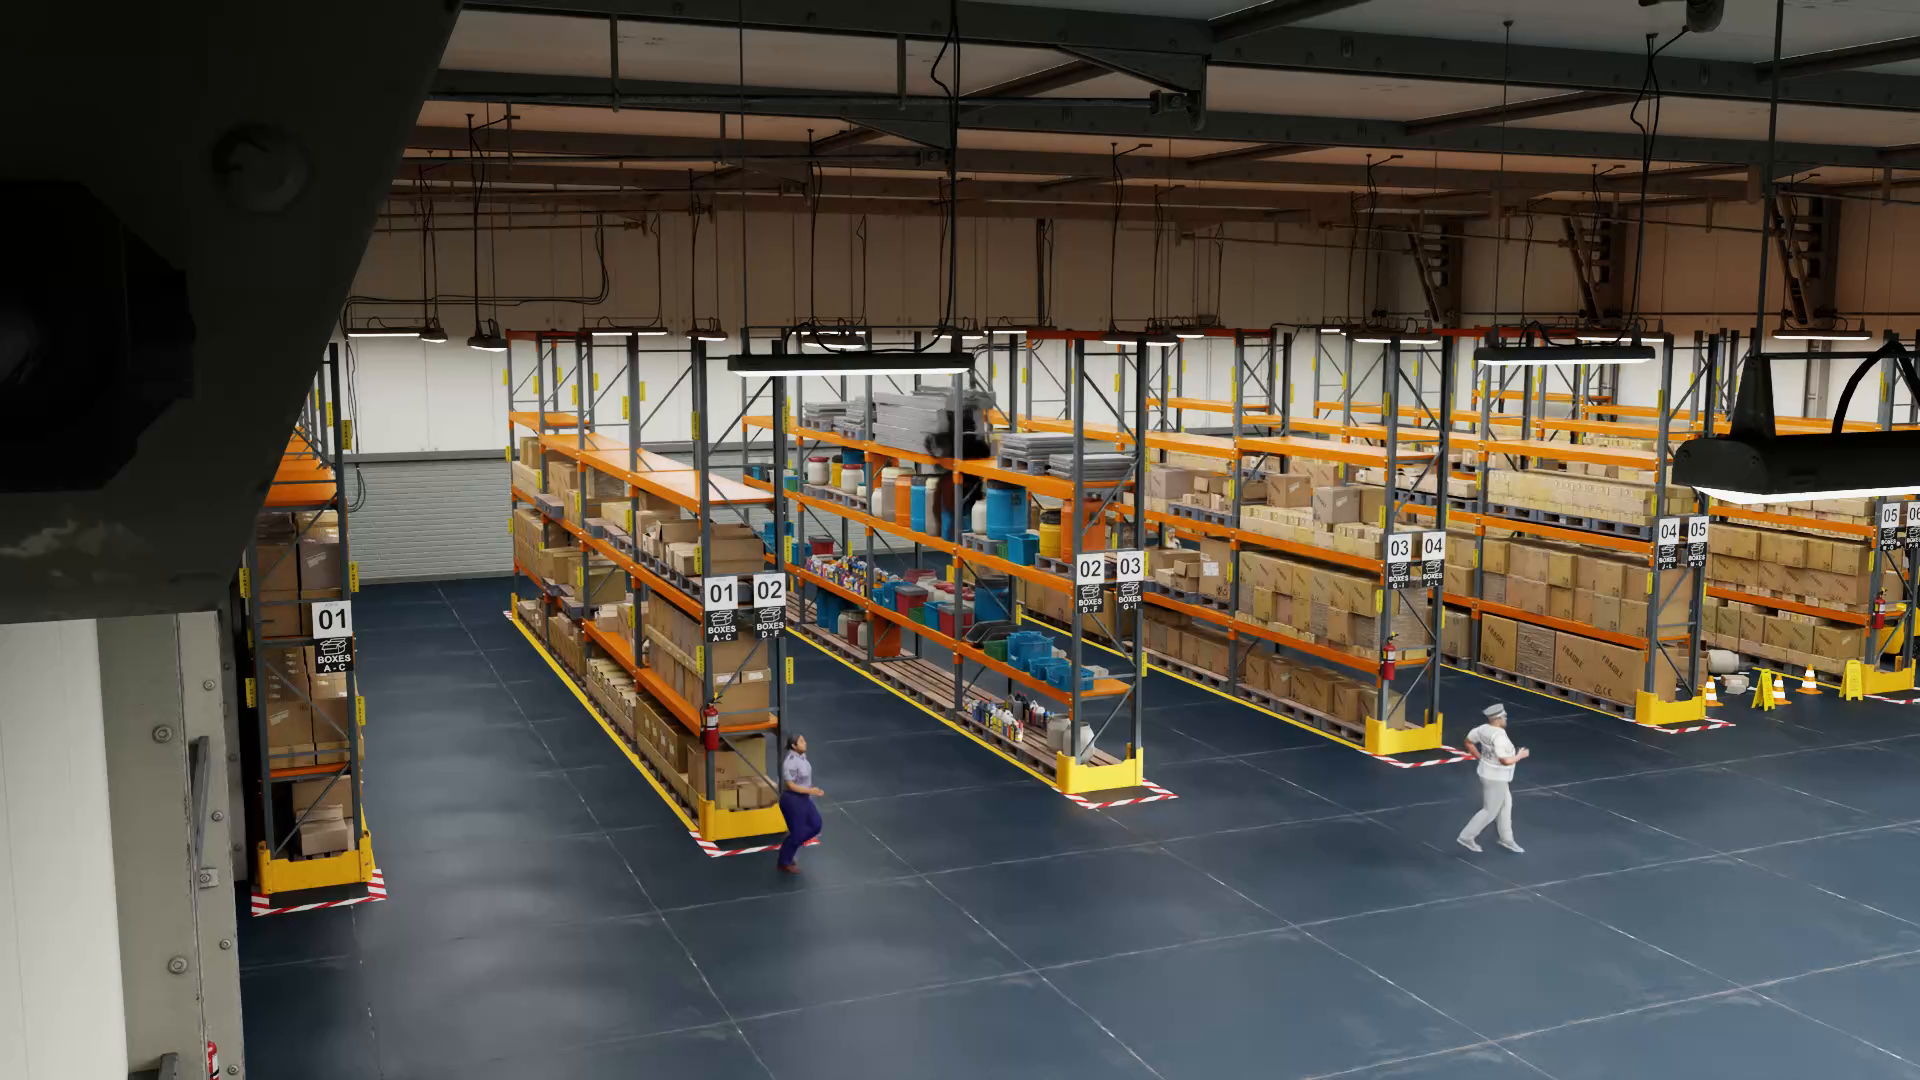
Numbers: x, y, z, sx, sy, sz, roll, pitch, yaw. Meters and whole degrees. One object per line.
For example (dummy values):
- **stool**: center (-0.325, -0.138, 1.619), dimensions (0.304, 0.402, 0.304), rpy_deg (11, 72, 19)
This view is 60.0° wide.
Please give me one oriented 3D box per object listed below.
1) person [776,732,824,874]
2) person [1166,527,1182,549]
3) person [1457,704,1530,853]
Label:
- **person**: center (-1.805, 2.976, 18.917), dimensions (0.579, 1.623, 0.651), rpy_deg (1, 8, 8)
- **person**: center (4.677, 0.519, 36.744), dimensions (0.652, 1.655, 0.560), rpy_deg (-3, 8, -18)
- **person**: center (6.243, 2.809, 19.445), dimensions (0.849, 1.831, 0.648), rpy_deg (0, 8, 0)
